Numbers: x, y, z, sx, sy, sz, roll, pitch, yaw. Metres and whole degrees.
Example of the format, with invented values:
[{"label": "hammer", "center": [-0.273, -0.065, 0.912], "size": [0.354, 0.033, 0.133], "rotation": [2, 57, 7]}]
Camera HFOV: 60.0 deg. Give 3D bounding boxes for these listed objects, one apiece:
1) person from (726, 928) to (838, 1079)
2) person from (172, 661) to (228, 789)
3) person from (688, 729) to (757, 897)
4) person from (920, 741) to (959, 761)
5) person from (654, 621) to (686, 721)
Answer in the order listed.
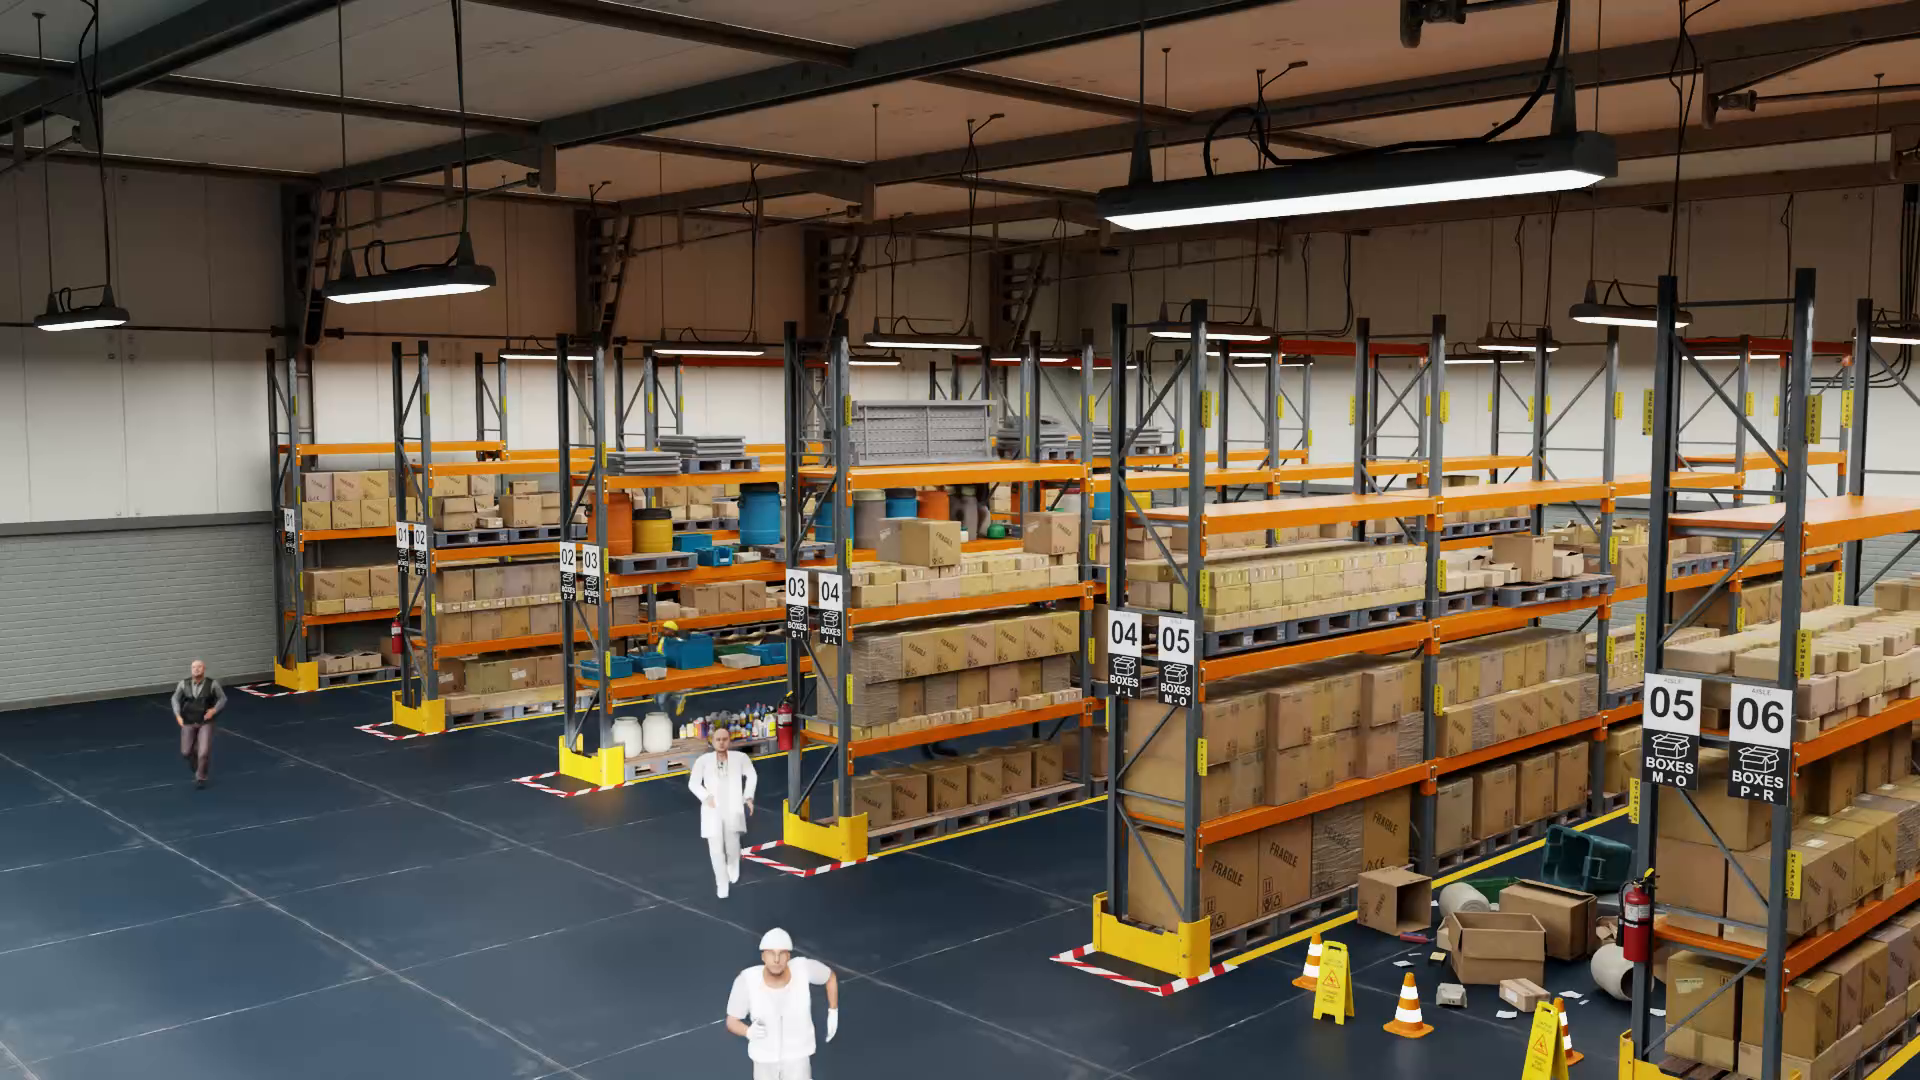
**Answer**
[{"label": "person", "center": [-1.145, 3.351, 10.749], "size": [0.715, 1.777, 0.830], "rotation": [0, 5, -5]}, {"label": "person", "center": [-10.081, 2.434, 22.048], "size": [0.696, 1.684, 0.581], "rotation": [-1, 5, -12]}, {"label": "person", "center": [-2.446, 2.818, 17.182], "size": [0.705, 1.737, 0.631], "rotation": [-1, 5, -8]}, {"label": "person", "center": [-0.312, 2.455, 22.428], "size": [0.615, 1.542, 0.539], "rotation": [-5, 7, -43]}, {"label": "person", "center": [-4.445, 2.097, 25.696], "size": [0.721, 1.717, 0.658], "rotation": [4, 7, 42]}]
